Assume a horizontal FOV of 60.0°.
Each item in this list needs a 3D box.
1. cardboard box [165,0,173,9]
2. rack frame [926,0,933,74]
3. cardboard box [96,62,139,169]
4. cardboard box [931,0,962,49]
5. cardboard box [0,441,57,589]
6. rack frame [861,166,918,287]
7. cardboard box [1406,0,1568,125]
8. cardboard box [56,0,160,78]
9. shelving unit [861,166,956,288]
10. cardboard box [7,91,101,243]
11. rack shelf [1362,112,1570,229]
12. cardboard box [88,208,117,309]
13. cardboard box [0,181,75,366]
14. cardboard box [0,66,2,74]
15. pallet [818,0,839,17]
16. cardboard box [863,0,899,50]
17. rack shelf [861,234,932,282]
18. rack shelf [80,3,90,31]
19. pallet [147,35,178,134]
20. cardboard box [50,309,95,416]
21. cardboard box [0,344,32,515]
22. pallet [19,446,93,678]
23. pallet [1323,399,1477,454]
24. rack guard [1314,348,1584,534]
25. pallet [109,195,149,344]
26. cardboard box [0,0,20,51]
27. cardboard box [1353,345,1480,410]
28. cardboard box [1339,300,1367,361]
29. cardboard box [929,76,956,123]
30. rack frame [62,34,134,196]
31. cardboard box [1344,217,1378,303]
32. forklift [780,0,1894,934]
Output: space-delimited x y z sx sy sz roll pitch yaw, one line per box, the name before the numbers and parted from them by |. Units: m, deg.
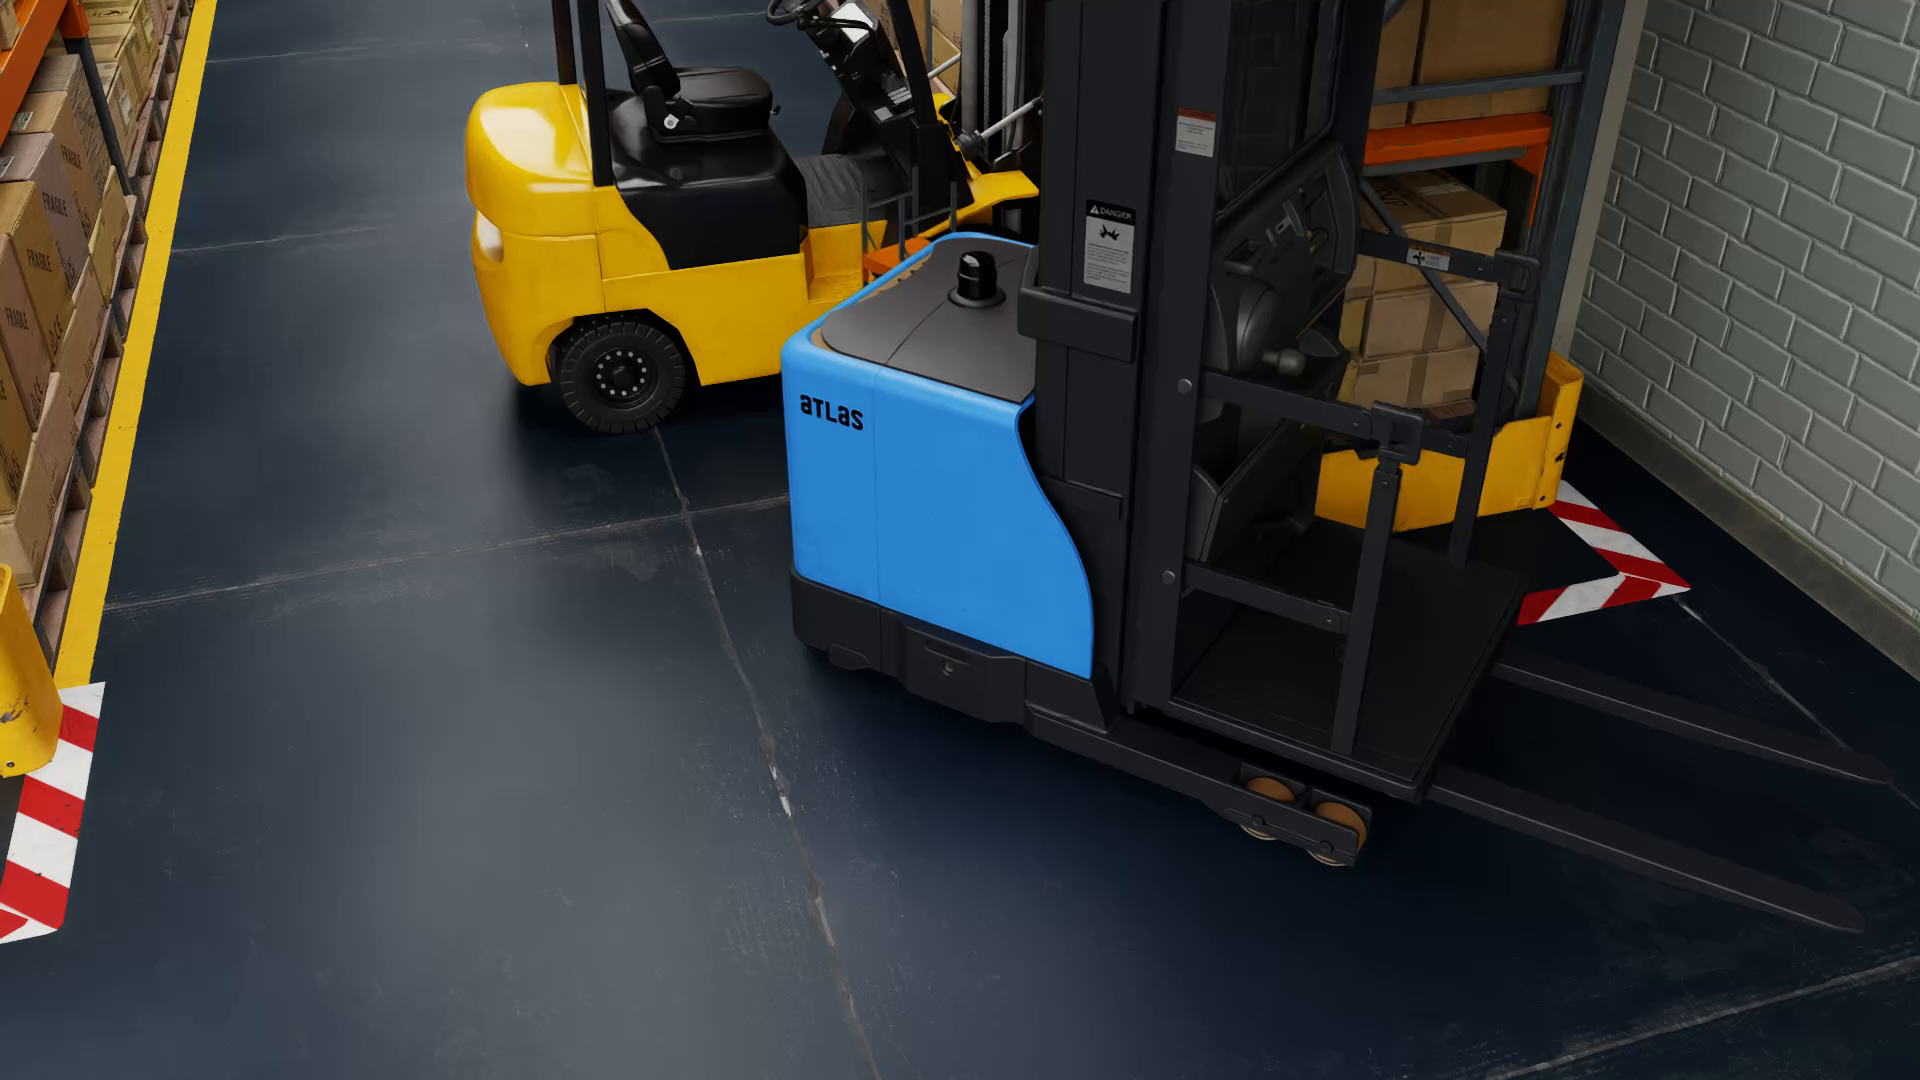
cardboard box | -5.464 -3.530 10.374 0.950 0.372 0.625 -12 35 -18
rack frame | 0.319 -3.486 8.305 1.000 3.000 0.127 -10 35 -15
cardboard box | -4.569 -2.003 8.063 0.950 0.372 0.625 -10 35 -14
cardboard box | 0.168 -2.625 8.207 0.500 0.250 0.500 -11 35 -15
cardboard box | -3.169 -0.047 5.214 0.500 0.250 0.500 -10 35 -15
rack frame | -0.235 -0.668 5.667 0.240 1.200 0.006 -26 41 -35
cardboard box | 1.653 -1.735 5.563 0.500 0.500 0.500 -9 34 -13
cardboard box | -5.005 -2.745 9.186 0.950 0.372 0.625 -9 34 -13
shelving unit | -0.172 -0.631 5.611 0.258 1.200 0.189 -26 41 -35
cardboard box | -3.814 -1.458 6.669 0.500 0.500 0.500 -9 35 -14
rack shelf | 0.929 -2.136 6.914 1.077 0.370 4.000 -10 35 -15
cardboard box | -3.798 -1.134 6.859 0.500 0.250 0.500 -11 35 -16
cardboard box | -3.486 -0.911 5.841 0.500 0.500 0.500 -9 35 -14
cardboard box | -3.543 -1.626 5.718 0.380 0.149 0.250 -10 35 -14
pallet | -0.319 -3.345 10.620 1.003 0.211 1.213 -10 35 -15
cardboard box | -0.080 -3.351 9.874 0.875 0.625 0.625 -10 35 -15
rack shelf | -0.167 -0.897 5.441 0.258 0.103 0.180 -26 41 -35
rack shelf | -5.017 -3.399 8.826 1.077 0.370 4.000 -10 35 -15
pallet | -5.021 -2.536 9.397 1.003 0.211 1.213 -10 35 -15
cardboard box | -3.496 -0.601 6.052 0.500 0.250 0.500 -8 34 -12
cardboard box | -3.177 -0.373 5.026 0.500 0.500 0.500 -11 35 -16
pallet | -3.424 0.142 5.344 1.003 0.211 1.213 -10 35 -15
pallet | 1.266 -0.617 6.492 1.003 0.211 1.213 -10 35 -15
rack guard | 1.547 -0.331 5.797 1.175 0.500 0.348 -10 35 -15
pallet | -4.168 -1.139 7.283 1.003 0.211 1.213 -10 35 -15
cardboard box | -3.705 -1.894 6.124 0.380 0.149 0.250 -11 35 -15
cardboard box | 1.576 -0.705 6.209 0.500 0.250 0.500 -10 35 -15
cardboard box | 1.093 -0.826 5.938 0.500 0.250 0.500 -10 35 -15
cardboard box | 0.151 -2.205 8.479 0.500 0.250 0.500 -10 35 -14
rack frame | -4.407 -2.649 7.039 1.000 3.000 0.127 -10 35 -15
cardboard box | 1.102 -1.021 5.780 0.500 0.250 0.500 -9 34 -13
forklift | 1.009 -0.691 4.137 3.031 2.935 1.130 18 38 25
